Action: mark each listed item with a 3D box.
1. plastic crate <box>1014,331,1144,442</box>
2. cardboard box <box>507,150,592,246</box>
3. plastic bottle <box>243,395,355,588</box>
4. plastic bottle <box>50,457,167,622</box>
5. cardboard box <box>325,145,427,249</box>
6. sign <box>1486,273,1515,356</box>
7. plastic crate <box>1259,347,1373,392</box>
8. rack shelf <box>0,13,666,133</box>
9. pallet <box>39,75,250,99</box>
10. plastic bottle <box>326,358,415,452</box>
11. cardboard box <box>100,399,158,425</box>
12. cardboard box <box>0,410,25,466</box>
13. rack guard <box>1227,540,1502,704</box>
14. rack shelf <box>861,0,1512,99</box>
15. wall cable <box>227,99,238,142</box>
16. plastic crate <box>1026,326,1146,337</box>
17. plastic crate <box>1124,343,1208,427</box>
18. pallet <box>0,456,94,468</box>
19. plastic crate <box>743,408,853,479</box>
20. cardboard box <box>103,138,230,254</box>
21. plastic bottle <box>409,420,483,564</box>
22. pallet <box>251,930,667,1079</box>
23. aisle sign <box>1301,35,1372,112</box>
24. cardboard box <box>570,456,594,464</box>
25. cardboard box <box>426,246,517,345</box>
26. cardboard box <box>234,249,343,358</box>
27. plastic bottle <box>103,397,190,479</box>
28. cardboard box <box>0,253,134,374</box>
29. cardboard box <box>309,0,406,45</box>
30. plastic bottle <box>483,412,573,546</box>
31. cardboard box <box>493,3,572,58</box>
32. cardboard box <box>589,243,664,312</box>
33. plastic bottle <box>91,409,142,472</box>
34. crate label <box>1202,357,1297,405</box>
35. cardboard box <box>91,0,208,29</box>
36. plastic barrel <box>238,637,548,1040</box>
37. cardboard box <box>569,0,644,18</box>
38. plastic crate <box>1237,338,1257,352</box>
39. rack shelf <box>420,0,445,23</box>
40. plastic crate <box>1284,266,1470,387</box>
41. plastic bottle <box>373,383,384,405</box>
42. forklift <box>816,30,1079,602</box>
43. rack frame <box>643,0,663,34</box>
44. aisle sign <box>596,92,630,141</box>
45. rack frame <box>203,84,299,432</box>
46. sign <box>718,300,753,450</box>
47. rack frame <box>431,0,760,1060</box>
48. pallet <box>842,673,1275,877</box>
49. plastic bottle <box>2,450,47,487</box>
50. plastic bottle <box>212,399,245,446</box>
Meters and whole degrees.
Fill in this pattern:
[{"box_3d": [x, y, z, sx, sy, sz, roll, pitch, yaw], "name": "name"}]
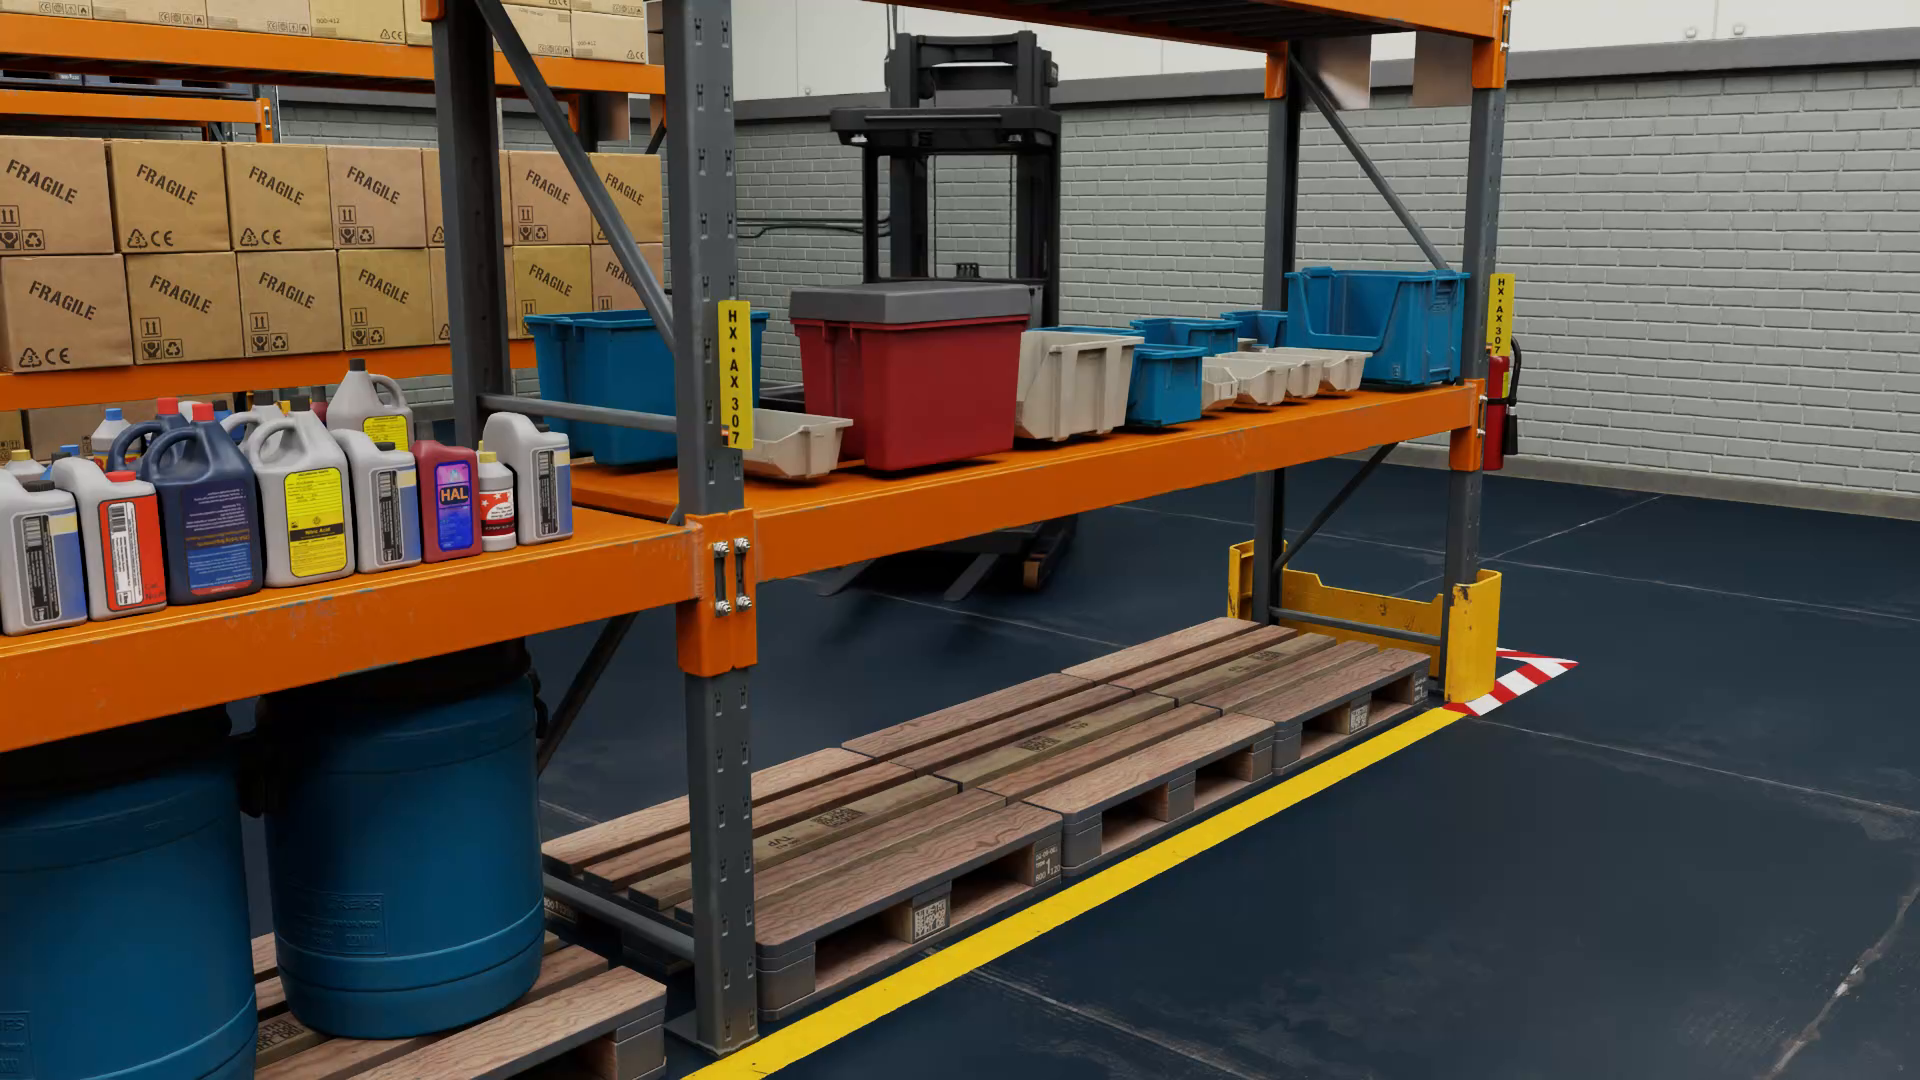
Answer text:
[{"box_3d": [0.239, -0.472, 5.065, 0.437, 0.282, 0.530, 10, 15, 40], "name": "plastic crate"}, {"box_3d": [-2.405, -1.893, 9.224, 0.500, 0.500, 0.500, 10, 15, 42], "name": "cardboard box"}, {"box_3d": [-1.268, -0.098, 3.170, 0.144, 0.351, 0.185, 10, 15, 40], "name": "plastic bottle"}, {"box_3d": [-1.498, -0.011, 2.926, 0.152, 0.276, 0.135, 10, 15, 40], "name": "plastic bottle"}, {"box_3d": [-3.083, -1.741, 8.460, 0.500, 0.500, 0.500, 10, 15, 42], "name": "cardboard box"}, {"box_3d": [2.157, -0.900, 6.640, 0.100, 0.325, 0.005, 10, 15, 40], "name": "sign"}, {"box_3d": [1.331, -0.645, 6.303, 0.396, 0.136, 0.243, 10, 15, 40], "name": "plastic crate"}, {"box_3d": [-3.305, -2.353, 8.513, 1.077, 0.370, 4.000, 10, 15, 40], "name": "rack shelf"}, {"box_3d": [-6.190, -3.486, 12.575, 1.003, 0.211, 1.213, 10, 15, 40], "name": "pallet"}, {"box_3d": [-1.410, -0.260, 3.980, 0.144, 0.351, 0.185, 10, 15, 40], "name": "plastic bottle"}, {"box_3d": [-6.426, -0.960, 12.668, 0.700, 0.500, 0.500, 10, 15, 40], "name": "cardboard box"}, {"box_3d": [-7.104, -0.806, 11.900, 0.700, 0.500, 0.500, 10, 15, 42], "name": "cardboard box"}, {"box_3d": [1.740, 0.332, 7.272, 1.175, 0.500, 0.348, 10, 15, 40], "name": "rack guard"}, {"box_3d": [0.413, -1.712, 5.304, 1.077, 0.370, 4.000, 10, 15, 40], "name": "rack shelf"}, {"box_3d": [-5.574, -2.978, 14.870, 0.084, 1.984, 1.851, 10, 15, 40], "name": "wall cable"}, {"box_3d": [0.454, -0.648, 6.072, 0.416, 0.233, 0.300, 10, 15, 40], "name": "plastic crate"}, {"box_3d": [0.570, -0.500, 5.332, 0.416, 0.233, 0.300, 10, 15, 40], "name": "plastic crate"}, {"box_3d": [-6.983, -0.495, 12.153, 1.003, 0.211, 1.213, 10, 15, 40], "name": "pallet"}, {"box_3d": [-0.492, -0.250, 4.324, 0.396, 0.136, 0.243, 10, 15, 40], "name": "plastic crate"}, {"box_3d": [-3.763, -1.589, 7.701, 0.500, 0.500, 0.500, 9, 15, 39], "name": "cardboard box"}, {"box_3d": [-1.043, -0.103, 3.366, 0.061, 0.283, 0.133, 10, 15, 40], "name": "plastic bottle"}, {"box_3d": [-1.448, 1.176, 3.786, 1.003, 0.211, 1.213, 10, 15, 40], "name": "pallet"}, {"box_3d": [1.558, -2.212, 6.991, 0.394, 0.787, 0.004, 10, 15, 40], "name": "aisle sign"}, {"box_3d": [-2.159, -0.407, 9.852, 0.500, 0.500, 0.500, 10, 15, 40], "name": "cardboard box"}, {"box_3d": [-2.749, -1.328, 8.945, 0.500, 0.500, 0.500, 10, 15, 41], "name": "cardboard box"}, {"box_3d": [-3.417, -1.179, 8.199, 0.500, 0.500, 0.500, 10, 15, 40], "name": "cardboard box"}, {"box_3d": [-1.498, -0.090, 3.127, 0.144, 0.351, 0.185, 10, 15, 40], "name": "plastic bottle"}, {"box_3d": [-4.084, -1.030, 7.453, 0.500, 0.500, 0.500, 10, 15, 42], "name": "cardboard box"}, {"box_3d": [-3.127, -2.598, 8.286, 0.500, 0.250, 0.500, 10, 15, 40], "name": "cardboard box"}, {"box_3d": [-0.924, -0.139, 3.567, 0.152, 0.276, 0.135, 10, 15, 40], "name": "plastic bottle"}, {"box_3d": [-2.464, -2.745, 9.020, 0.500, 0.250, 0.500, 10, 15, 40], "name": "cardboard box"}, {"box_3d": [-2.076, -1.477, 9.694, 0.500, 0.500, 0.500, 10, 15, 42], "name": "cardboard box"}, {"box_3d": [-1.837, -0.151, 3.635, 0.097, 0.271, 0.097, 0, 11, 0], "name": "plastic bottle"}, {"box_3d": [0.963, -0.560, 5.878, 0.396, 0.136, 0.243, 10, 15, 40], "name": "crate label"}, {"box_3d": [-3.785, -2.451, 7.548, 0.500, 0.250, 0.500, 10, 15, 40], "name": "cardboard box"}, {"box_3d": [-1.279, 0.601, 3.829, 0.600, 0.901, 0.708, 10, 15, 40], "name": "plastic barrel"}, {"box_3d": [-2.133, -3.063, 9.338, 0.500, 0.250, 0.500, 10, 15, 40], "name": "cardboard box"}, {"box_3d": [1.049, -0.758, 6.869, 0.250, 0.136, 0.298, 10, 15, 40], "name": "plastic crate"}, {"box_3d": [-2.227, -1.124, 2.358, 1.077, 0.370, 4.000, 10, 15, 40], "name": "rack shelf"}, {"box_3d": [1.653, -0.862, 6.624, 0.616, 0.435, 0.499, 10, 15, 40], "name": "plastic crate"}, {"box_3d": [-1.470, -0.244, 4.072, 0.061, 0.283, 0.133, 10, 15, 40], "name": "plastic bottle"}, {"box_3d": [-0.045, -1.241, 8.941, 1.130, 2.935, 3.031, 2, 12, 11], "name": "forklift"}, {"box_3d": [-1.985, -4.471, 9.622, 1.000, 3.000, 0.127, 10, 15, 40], "name": "rack frame"}, {"box_3d": [-2.160, -2.852, 10.196, 0.394, 0.787, 0.004, 10, 15, 40], "name": "aisle sign"}, {"box_3d": [-5.708, -2.169, 13.414, 1.000, 3.000, 0.127, 10, 15, 40], "name": "rack frame"}, {"box_3d": [-0.495, -0.364, 3.670, 0.100, 0.325, 0.005, 10, 15, 40], "name": "sign"}, {"box_3d": [-0.907, -0.300, 4.054, 1.000, 3.000, 0.127, 10, 15, 40], "name": "rack frame"}, {"box_3d": [0.354, 0.774, 5.797, 1.003, 0.211, 1.213, 10, 15, 40], "name": "pallet"}, {"box_3d": [-1.966, -0.088, 3.499, 0.097, 0.201, 0.097, 0, 11, 0], "name": "plastic bottle"}, {"box_3d": [-1.684, -0.185, 3.806, 0.097, 0.271, 0.097, 0, 11, 0], "name": "plastic bottle"}]
